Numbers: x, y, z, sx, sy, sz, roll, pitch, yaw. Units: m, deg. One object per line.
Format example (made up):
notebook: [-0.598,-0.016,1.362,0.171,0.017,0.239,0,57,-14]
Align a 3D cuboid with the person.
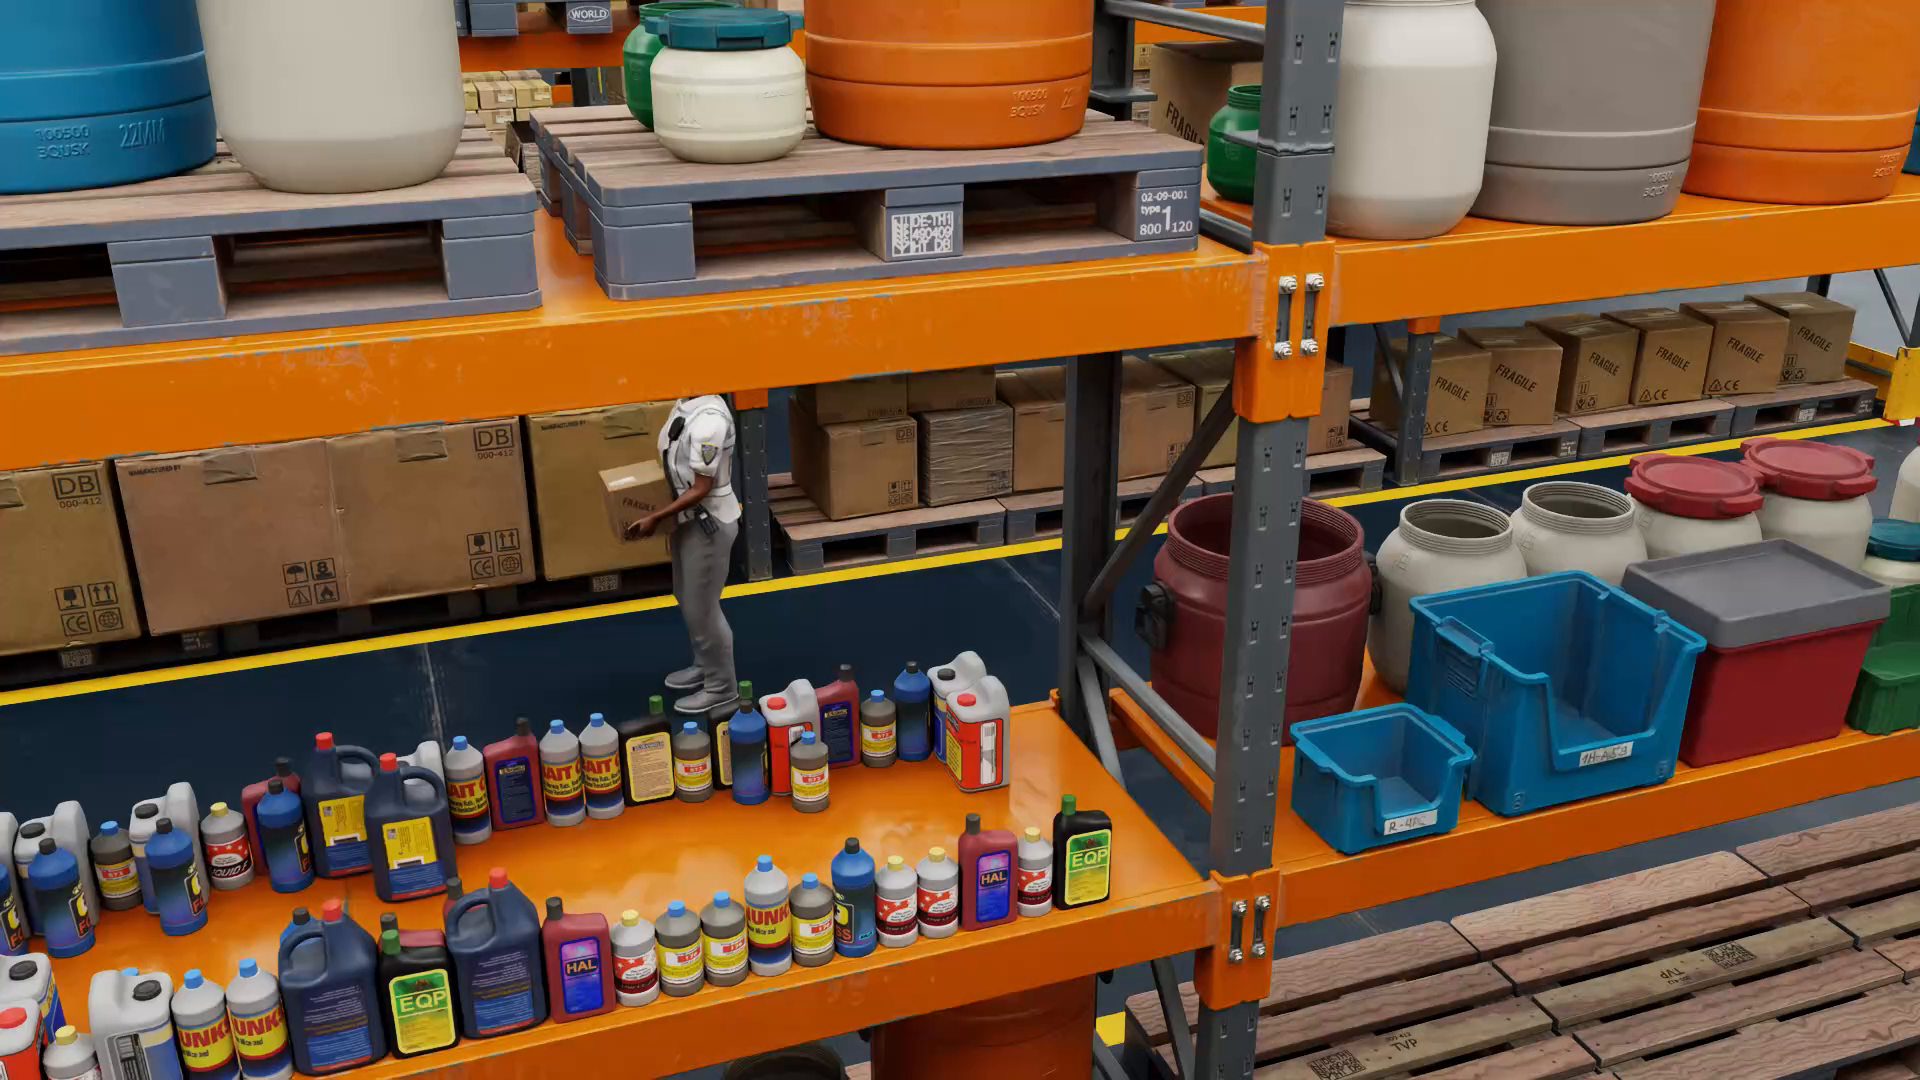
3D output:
person: [-1.210,-0.068,7.214,0.506,1.692,0.464,-8,24,-19]
